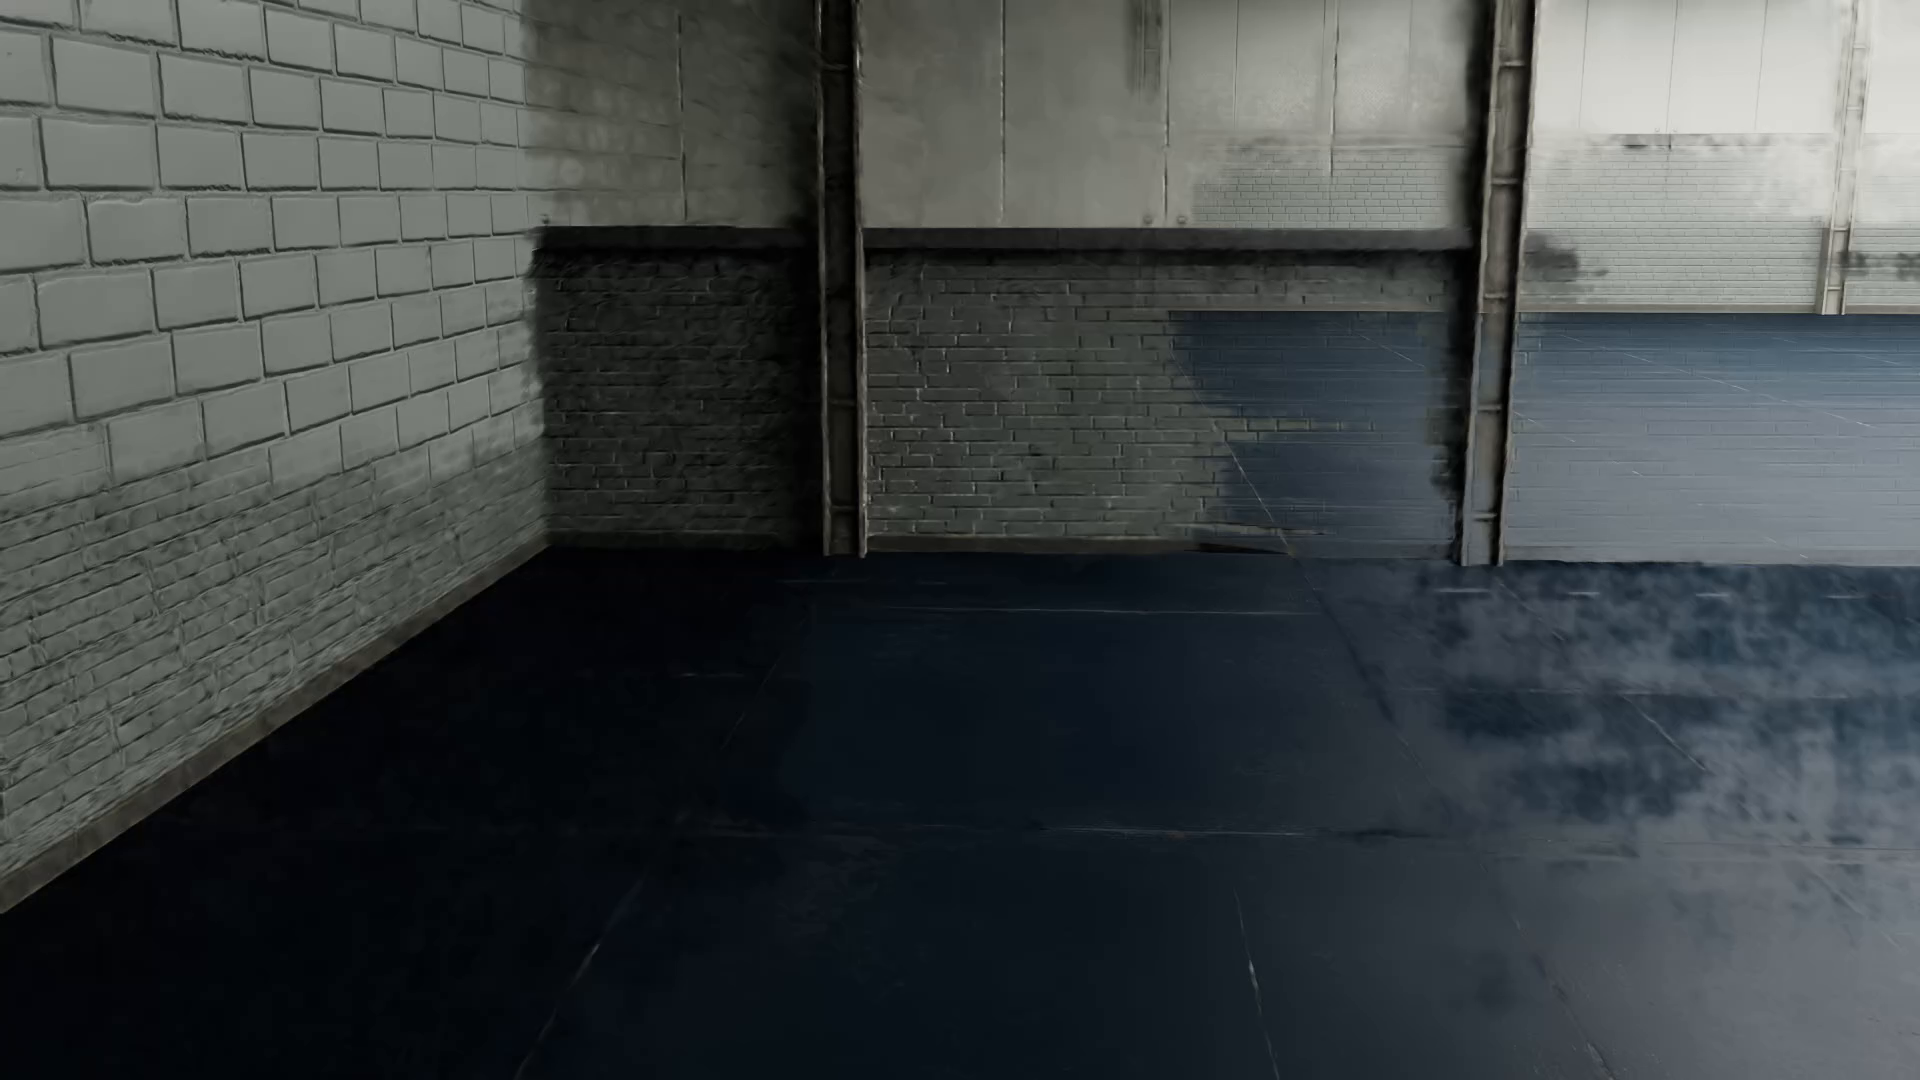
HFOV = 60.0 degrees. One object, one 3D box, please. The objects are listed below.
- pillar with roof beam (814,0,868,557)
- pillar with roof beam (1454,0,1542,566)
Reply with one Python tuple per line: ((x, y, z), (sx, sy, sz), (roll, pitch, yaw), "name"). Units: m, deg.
((3.075, -7.678, 24.996), (0.400, 9.000, 9.100), (1, 12, 4), "pillar with roof beam")
((9.062, -7.596, 24.604), (0.400, 9.000, 9.100), (1, 12, 4), "pillar with roof beam")
